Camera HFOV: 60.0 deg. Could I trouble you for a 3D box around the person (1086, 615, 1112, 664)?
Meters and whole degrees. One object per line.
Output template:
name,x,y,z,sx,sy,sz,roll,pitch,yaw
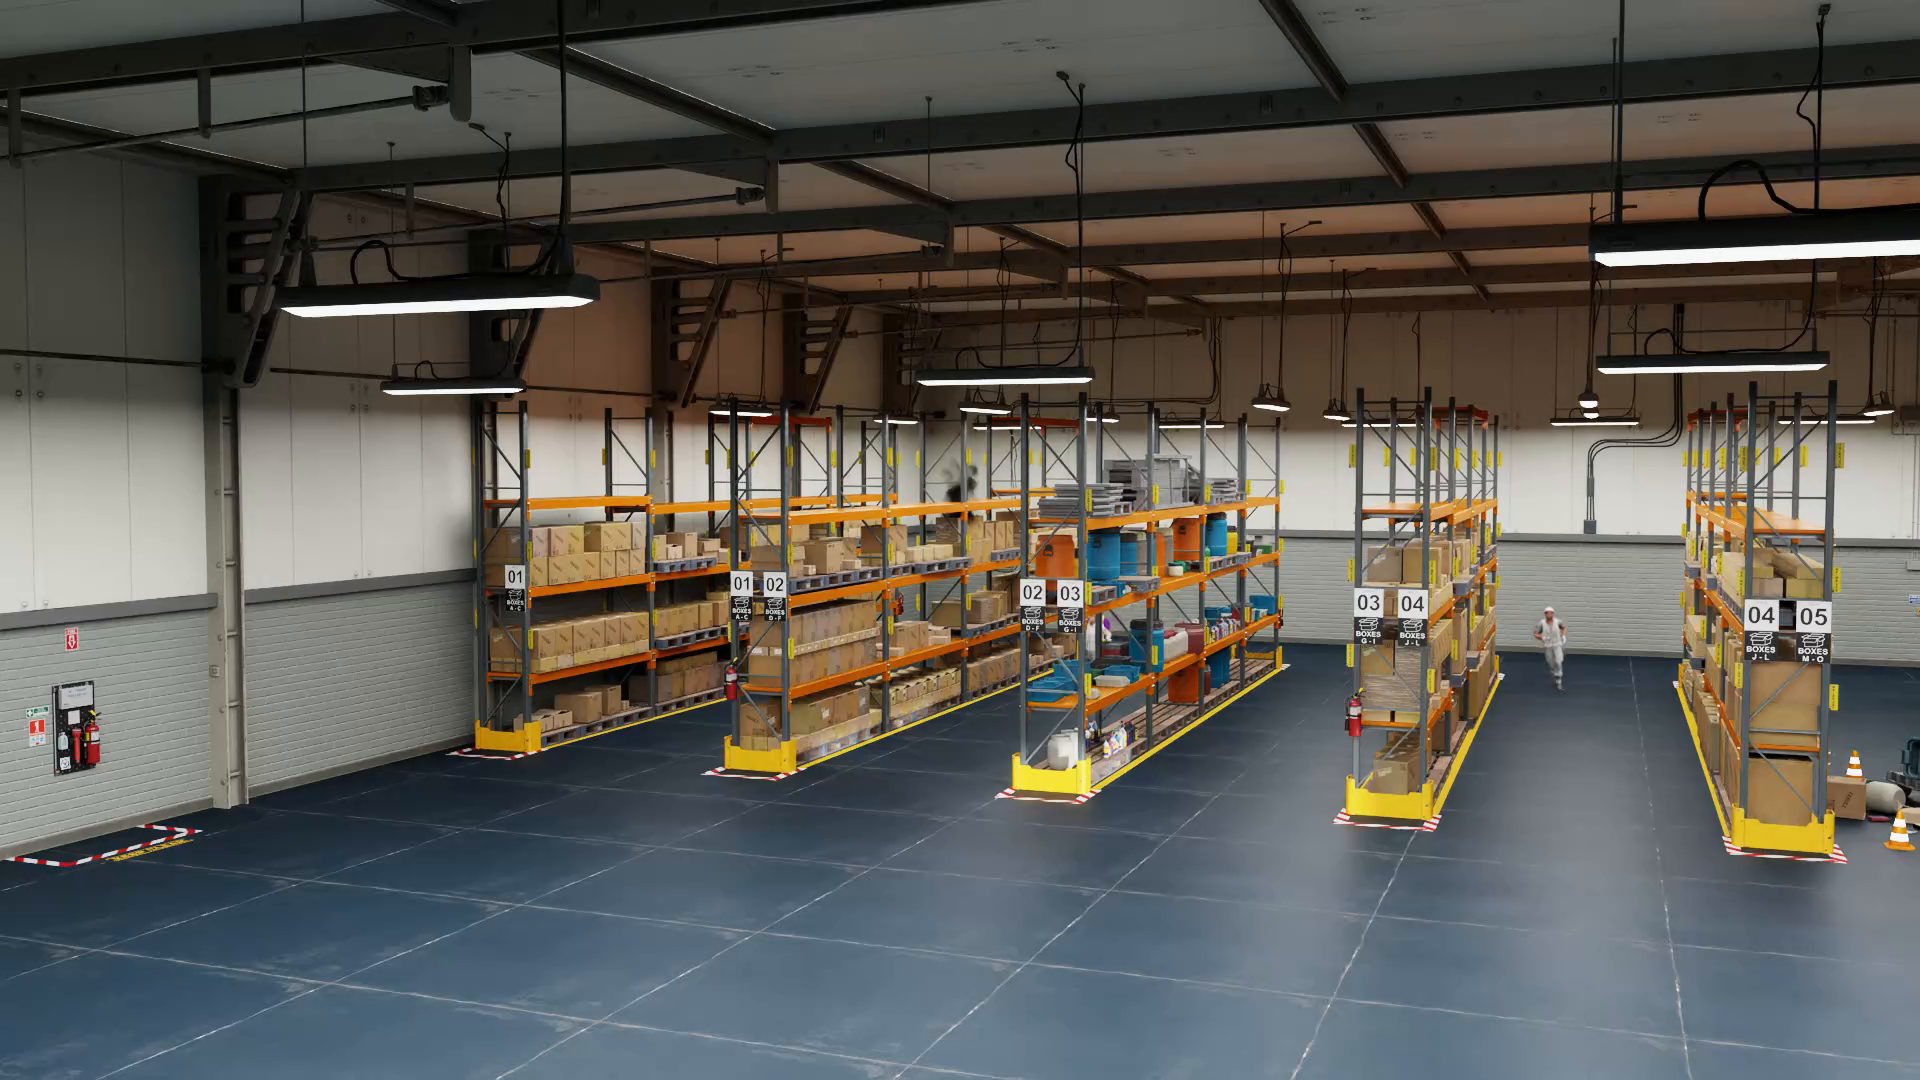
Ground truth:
person,2.615,2.259,33.098,0.625,1.733,0.960,2,3,29

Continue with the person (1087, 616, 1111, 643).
person,3.009,2.276,37.231,0.724,1.705,1.061,1,3,14

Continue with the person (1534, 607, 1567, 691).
person,12.919,2.353,36.390,0.685,1.788,0.906,1,3,18
